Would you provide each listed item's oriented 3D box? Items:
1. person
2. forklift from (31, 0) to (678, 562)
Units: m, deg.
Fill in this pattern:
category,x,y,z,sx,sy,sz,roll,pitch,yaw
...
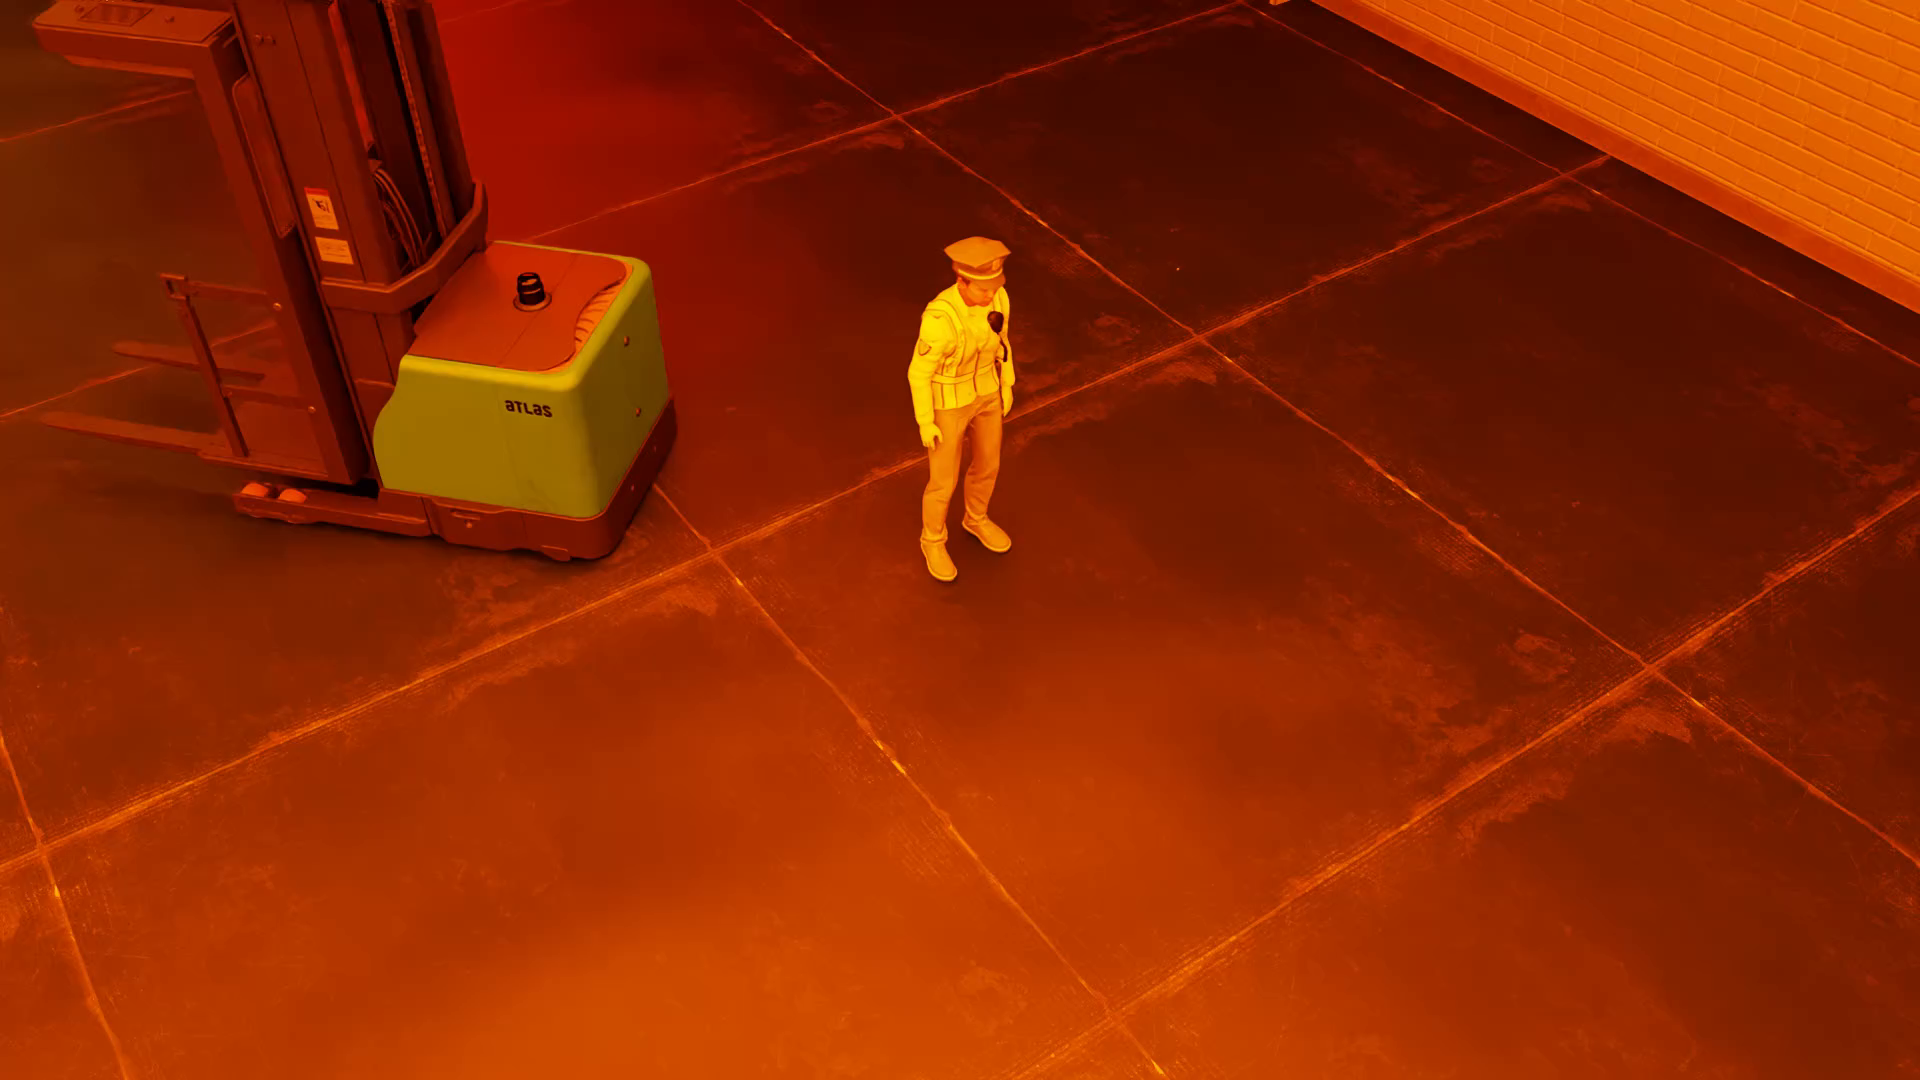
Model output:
category,x,y,z,sx,sy,sz,roll,pitch,yaw
person,0.025,-0.598,7.302,0.529,1.662,0.372,-27,49,-26
forklift,-2.990,-1.496,7.339,3.031,2.935,1.130,9,43,9
